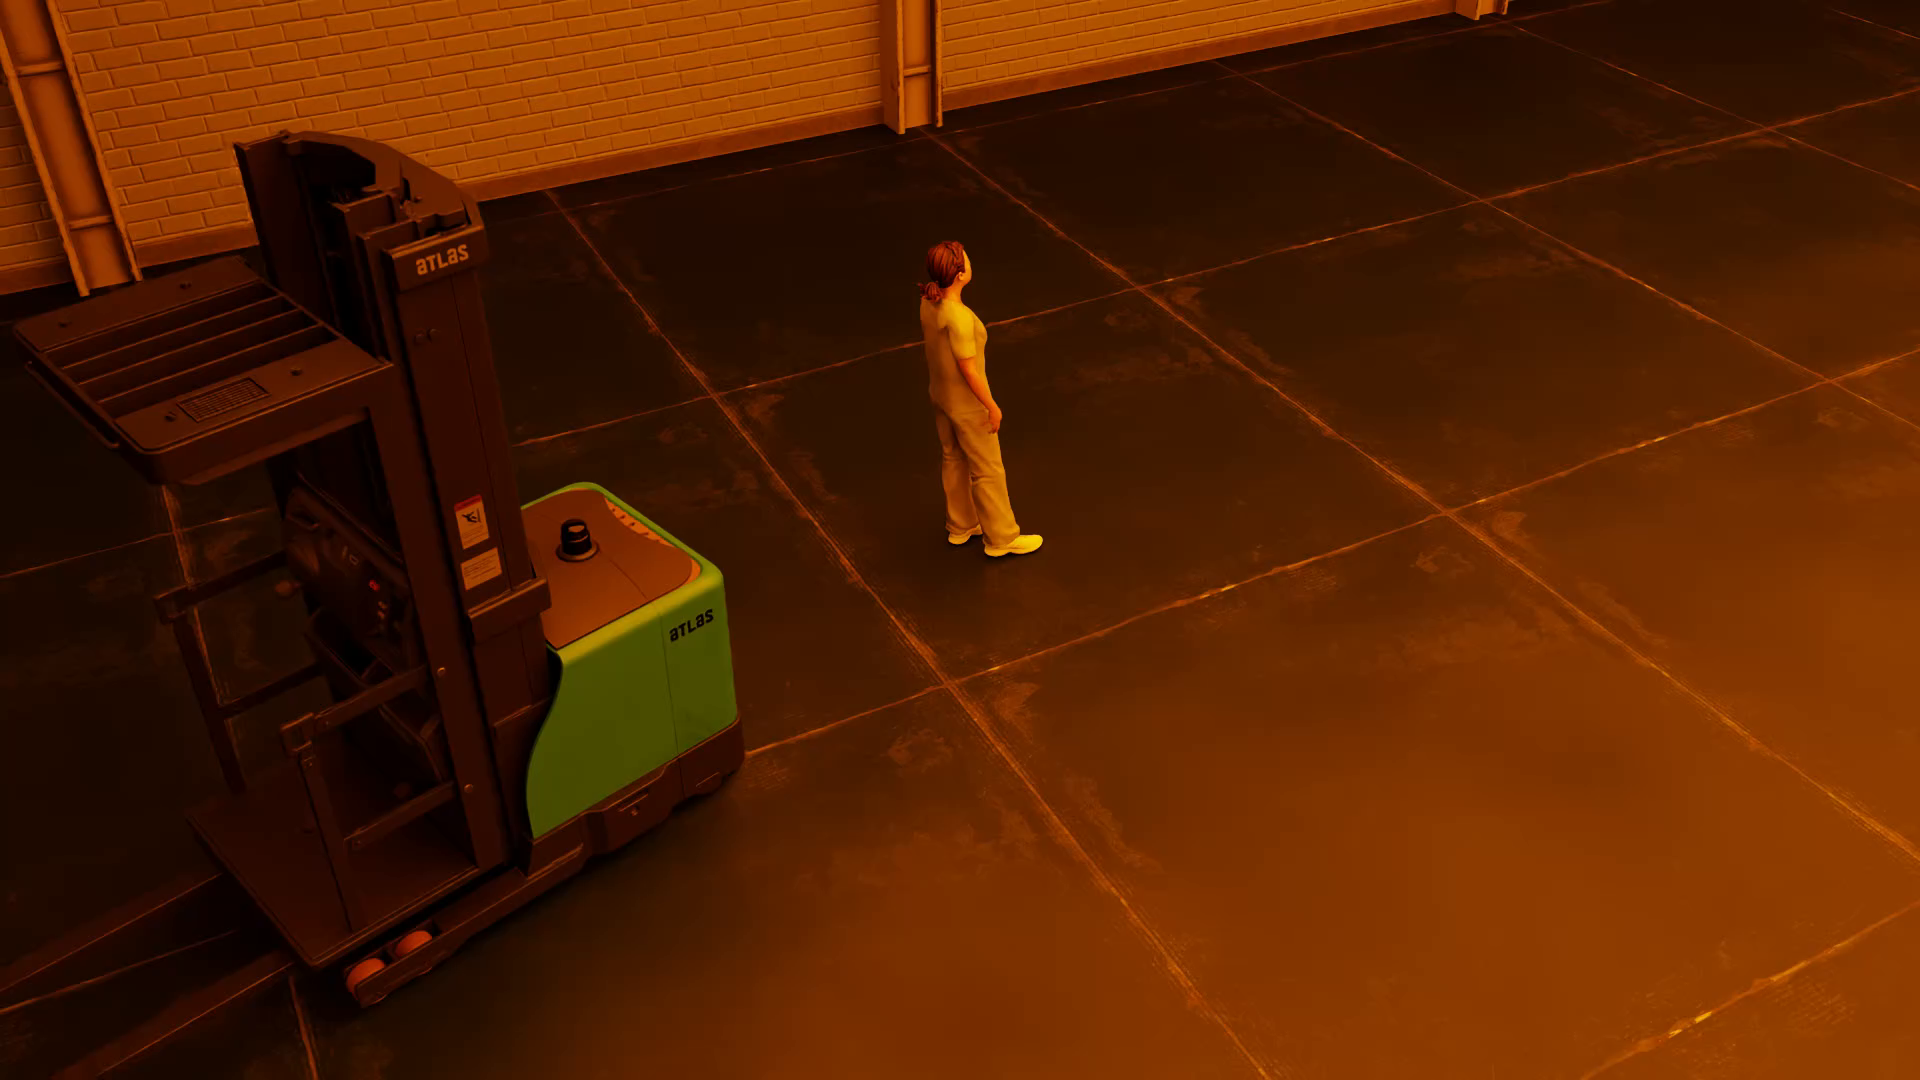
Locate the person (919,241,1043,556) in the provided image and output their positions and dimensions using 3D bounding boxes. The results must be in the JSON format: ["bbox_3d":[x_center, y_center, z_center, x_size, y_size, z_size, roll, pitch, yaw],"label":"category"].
[{"bbox_3d":[0.071,-0.699,8.195,0.549,1.665,0.549,-17,39,-23],"label":"person"}]

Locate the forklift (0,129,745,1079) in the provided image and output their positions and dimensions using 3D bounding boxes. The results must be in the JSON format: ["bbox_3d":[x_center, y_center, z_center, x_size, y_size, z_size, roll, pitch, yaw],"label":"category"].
[{"bbox_3d":[-2.341,0.195,5.847,3.031,2.935,1.130,-29,45,-35],"label":"forklift"}]
